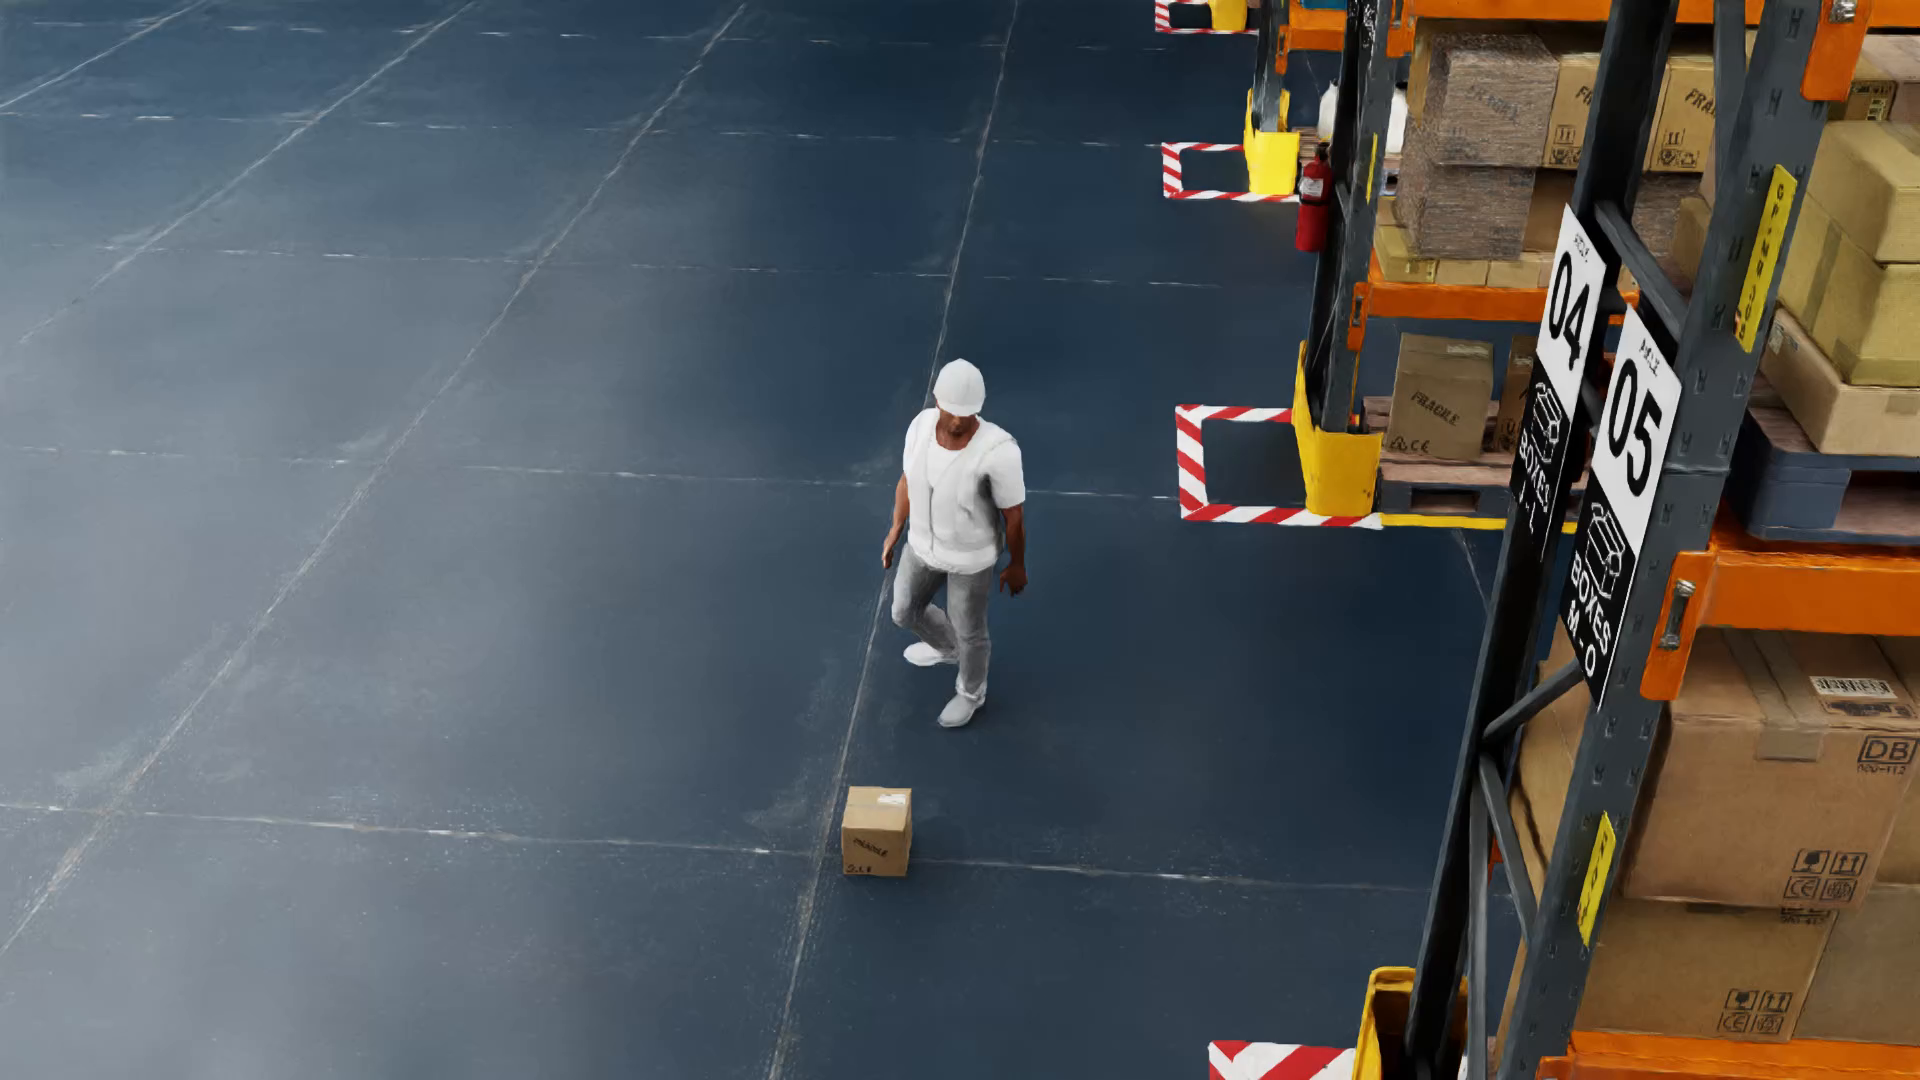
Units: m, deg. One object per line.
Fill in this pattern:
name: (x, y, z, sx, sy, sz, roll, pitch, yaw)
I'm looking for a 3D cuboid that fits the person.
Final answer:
person: (-0.030, -0.006, 7.088, 0.729, 1.762, 0.451, 24, 39, 33)
